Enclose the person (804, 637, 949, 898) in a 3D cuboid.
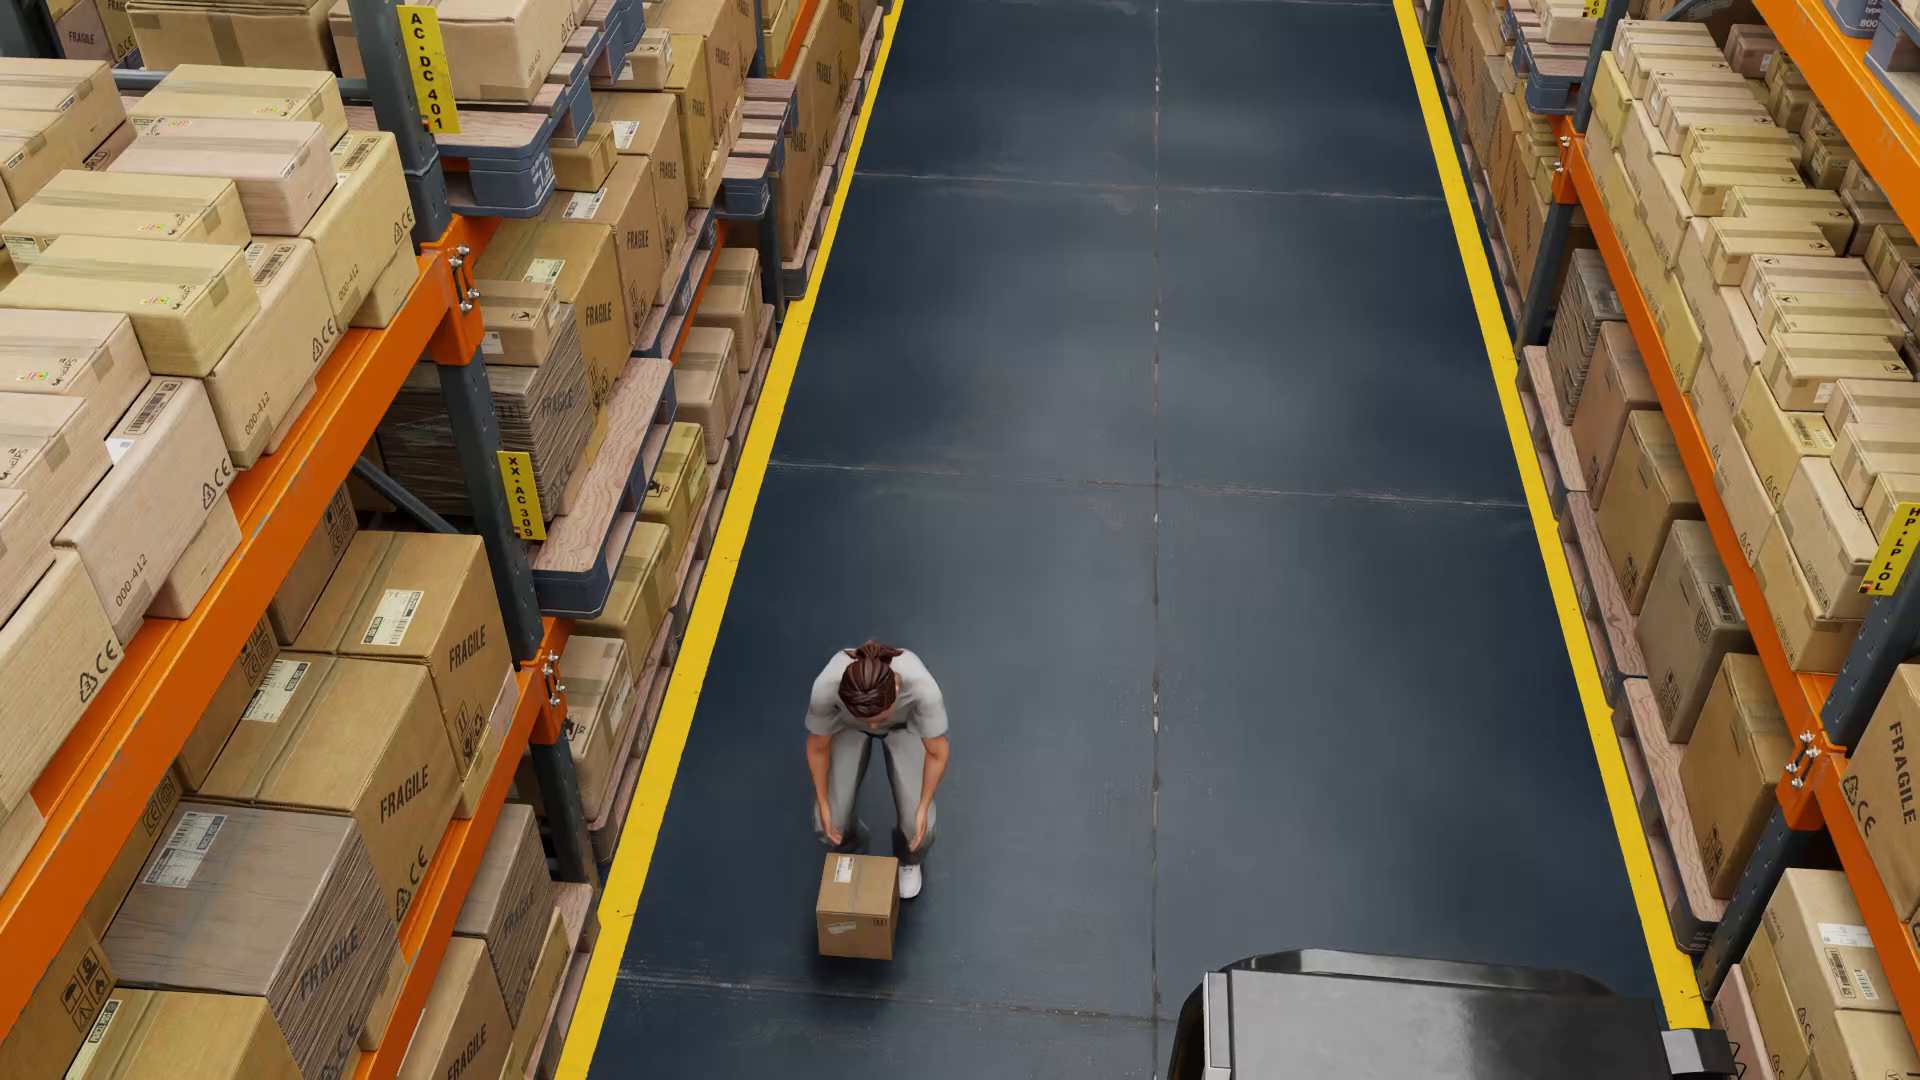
[{"bbox_3d":[-0.273,0.761,5.818,0.491,1.335,0.665,3,40,4],"label":"person"}]
